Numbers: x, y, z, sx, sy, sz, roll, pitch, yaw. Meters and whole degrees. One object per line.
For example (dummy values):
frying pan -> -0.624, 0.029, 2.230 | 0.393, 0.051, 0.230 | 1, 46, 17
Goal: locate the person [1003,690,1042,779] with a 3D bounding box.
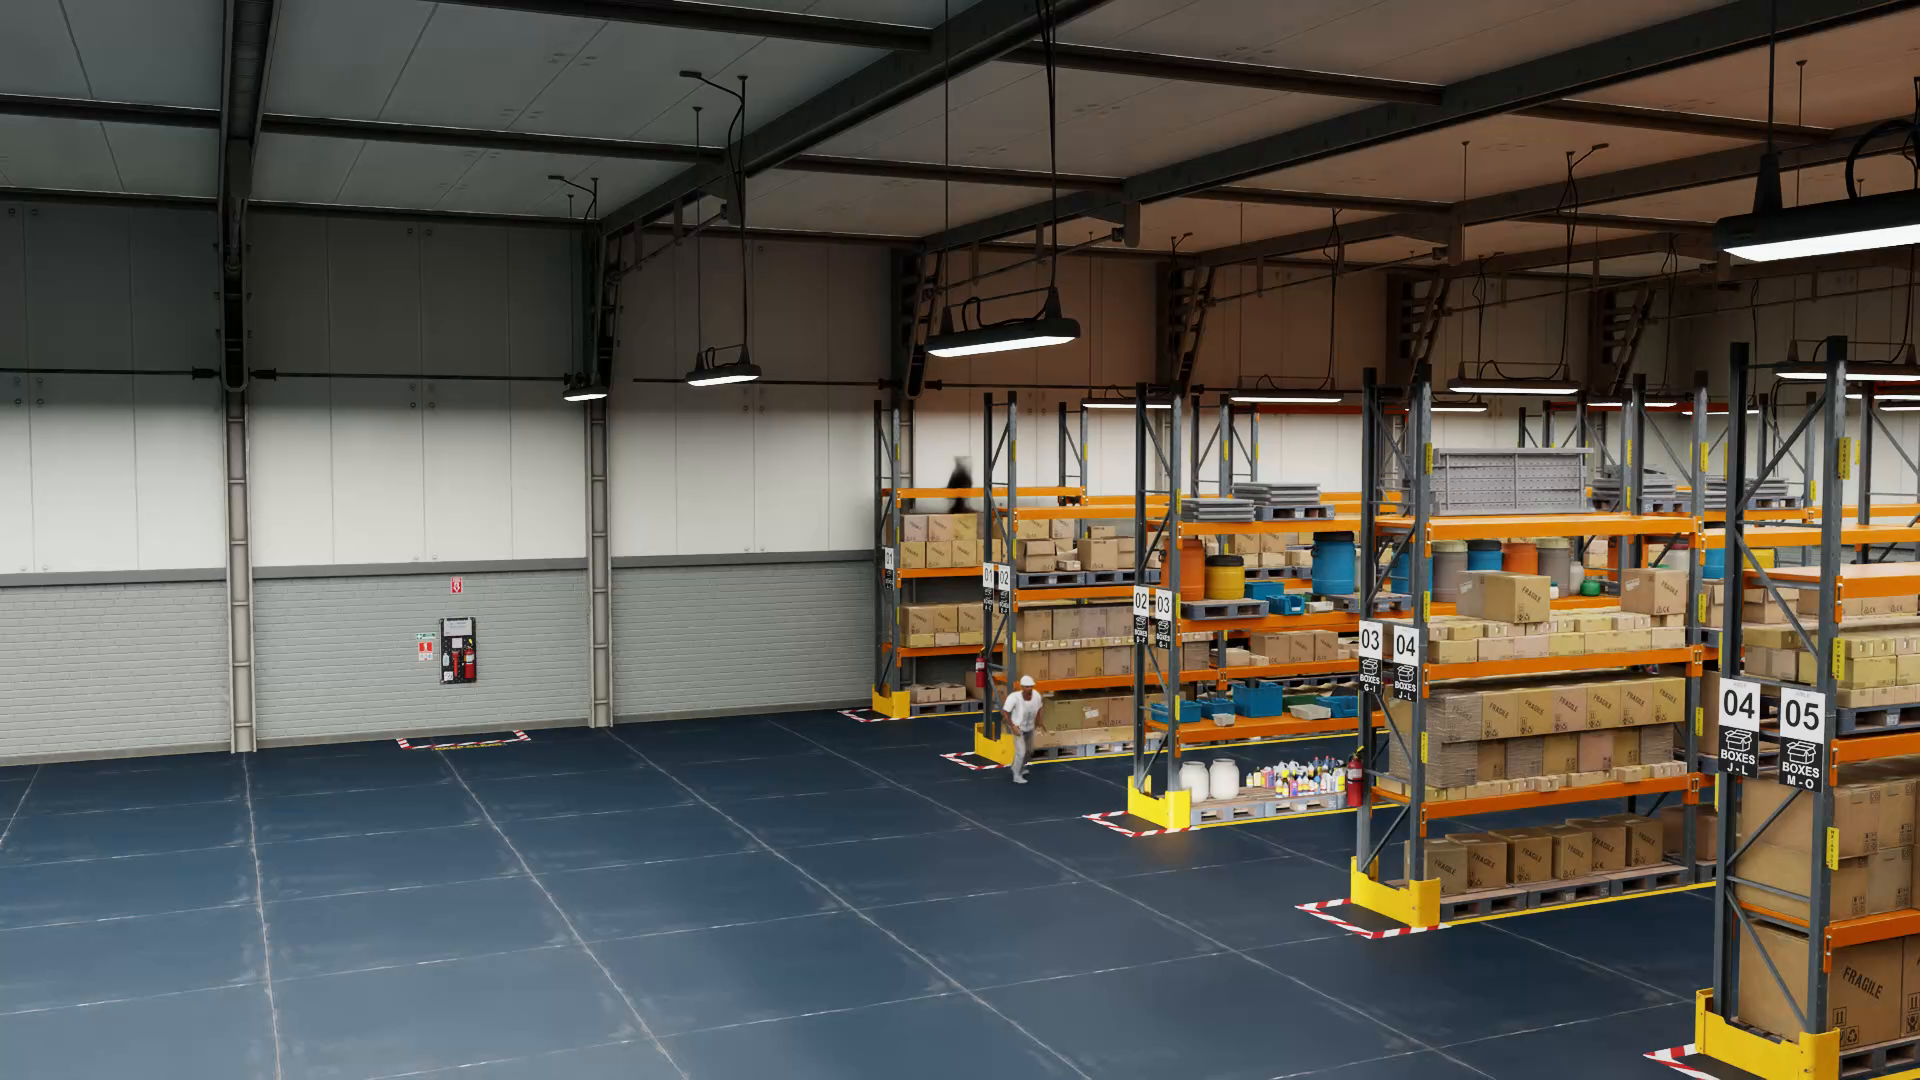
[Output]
person -> 0.880, 2.943, 25.326 | 0.657, 1.380, 0.712 | -2, 4, -31

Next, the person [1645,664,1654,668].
person -> 15.392, 2.490, 36.751 | 0.406, 0.945, 0.776 | -1, 3, -11
